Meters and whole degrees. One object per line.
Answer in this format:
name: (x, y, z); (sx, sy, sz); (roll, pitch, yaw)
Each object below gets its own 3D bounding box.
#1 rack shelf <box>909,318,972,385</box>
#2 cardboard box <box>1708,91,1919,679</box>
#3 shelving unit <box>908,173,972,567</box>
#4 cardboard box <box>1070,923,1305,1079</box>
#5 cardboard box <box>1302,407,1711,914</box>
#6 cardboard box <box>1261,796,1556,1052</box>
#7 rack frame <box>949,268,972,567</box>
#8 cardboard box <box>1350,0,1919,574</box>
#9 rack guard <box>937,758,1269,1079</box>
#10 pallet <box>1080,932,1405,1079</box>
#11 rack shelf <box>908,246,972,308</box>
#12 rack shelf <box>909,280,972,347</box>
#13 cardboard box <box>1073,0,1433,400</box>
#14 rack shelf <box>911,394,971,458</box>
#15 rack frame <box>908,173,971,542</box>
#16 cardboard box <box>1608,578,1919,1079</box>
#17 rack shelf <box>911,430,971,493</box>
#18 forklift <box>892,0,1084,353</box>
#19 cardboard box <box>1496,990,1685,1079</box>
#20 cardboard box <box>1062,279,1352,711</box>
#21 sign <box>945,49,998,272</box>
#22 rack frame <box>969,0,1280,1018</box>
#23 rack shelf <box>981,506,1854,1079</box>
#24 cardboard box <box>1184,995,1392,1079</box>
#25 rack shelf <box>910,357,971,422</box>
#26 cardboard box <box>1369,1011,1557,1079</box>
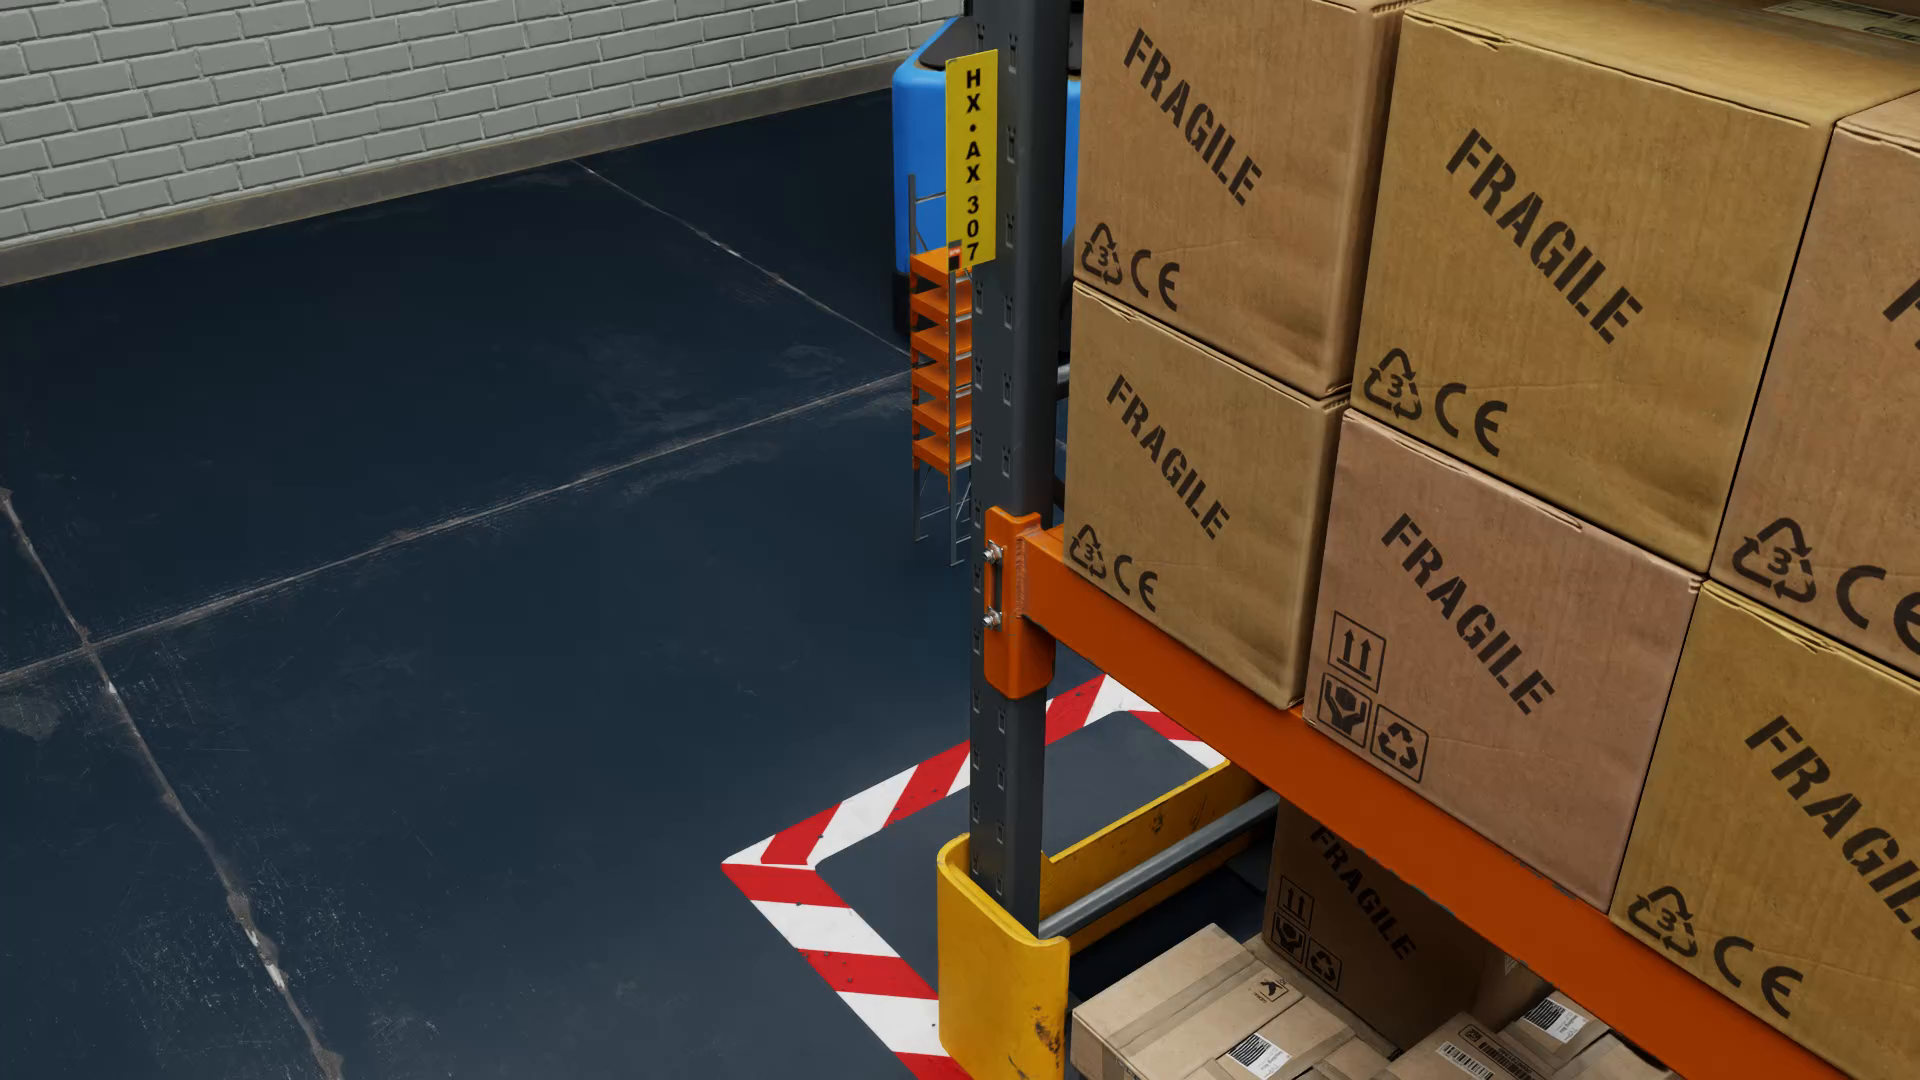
rack shelf: (0.009, -0.568, 4.884); (0.258, 0.103, 0.180); (-22, 38, -31)
cardboard box: (1.142, -0.145, 1.598); (0.500, 0.500, 0.500); (-22, 38, -31)
shelving unit: (0.009, -0.504, 4.924); (0.258, 1.200, 0.189); (-22, 38, -31)
cardboard box: (0.434, 0.936, 3.185); (0.380, 0.149, 0.250); (-22, 38, -31)
cardboard box: (0.833, 0.067, 2.204); (0.500, 0.500, 0.500); (-23, 38, -32)
cardboard box: (0.977, 0.648, 3.316); (0.500, 0.500, 0.500); (-22, 38, -31)
rack frame: (0.065, -0.466, 4.862); (0.240, 1.200, 0.006); (-22, 38, -31)
cardboard box: (0.839, -0.355, 1.937); (0.500, 0.500, 0.500); (-22, 38, -31)
rack guard: (0.495, 0.720, 3.617); (1.175, 0.500, 0.348); (-22, 38, -31)
pallet: (0.985, 1.175, 3.159); (1.003, 0.211, 1.213); (-22, 38, -31)
rack shelf: (0.009, -0.772, 4.757); (0.258, 0.103, 0.180); (-22, 38, -31)
rack shelf: (0.009, -0.670, 4.821); (0.258, 0.103, 0.180); (-22, 38, -31)
cardboard box: (0.512, -0.571, 2.283); (0.500, 0.500, 0.500); (-21, 38, -30)
rack shelf: (0.009, -0.364, 5.010); (0.258, 0.103, 0.180); (-22, 38, -31)
rack frame: (-0.047, -0.542, 4.985); (0.240, 1.200, 0.006); (-22, 38, -31)
cardboard box: (1.138, 0.278, 1.865); (0.500, 0.500, 0.500); (-22, 38, -32)
rack shelf: (0.009, -0.262, 5.074); (0.258, 0.103, 0.180); (-22, 38, -31)
forklift: (0.617, -2.684, 6.793); (1.130, 2.935, 3.031); (8, 33, 13)
cardboard box: (1.154, 0.988, 3.085); (0.380, 0.166, 0.250); (-22, 38, -31)
cardboard box: (0.512, -0.146, 2.547); (0.500, 0.500, 0.500); (-21, 38, -30)
sign: (0.020, -0.566, 2.497); (0.100, 0.325, 0.005); (-22, 38, -31)
rack frame: (0.449, -0.374, 3.009); (1.000, 3.000, 0.127); (-22, 38, -31)
rack shelf: (1.675, 0.765, 1.856); (1.077, 0.370, 4.000); (-22, 38, -31)
cardboard box: (0.587, 1.033, 3.012); (0.380, 0.166, 0.250); (-22, 38, -31)
rack shelf: (0.009, -0.466, 4.947); (0.258, 0.103, 0.180); (-22, 38, -31)
cardboard box: (0.865, 1.134, 2.770); (0.500, 0.250, 0.500); (-22, 38, -31)
